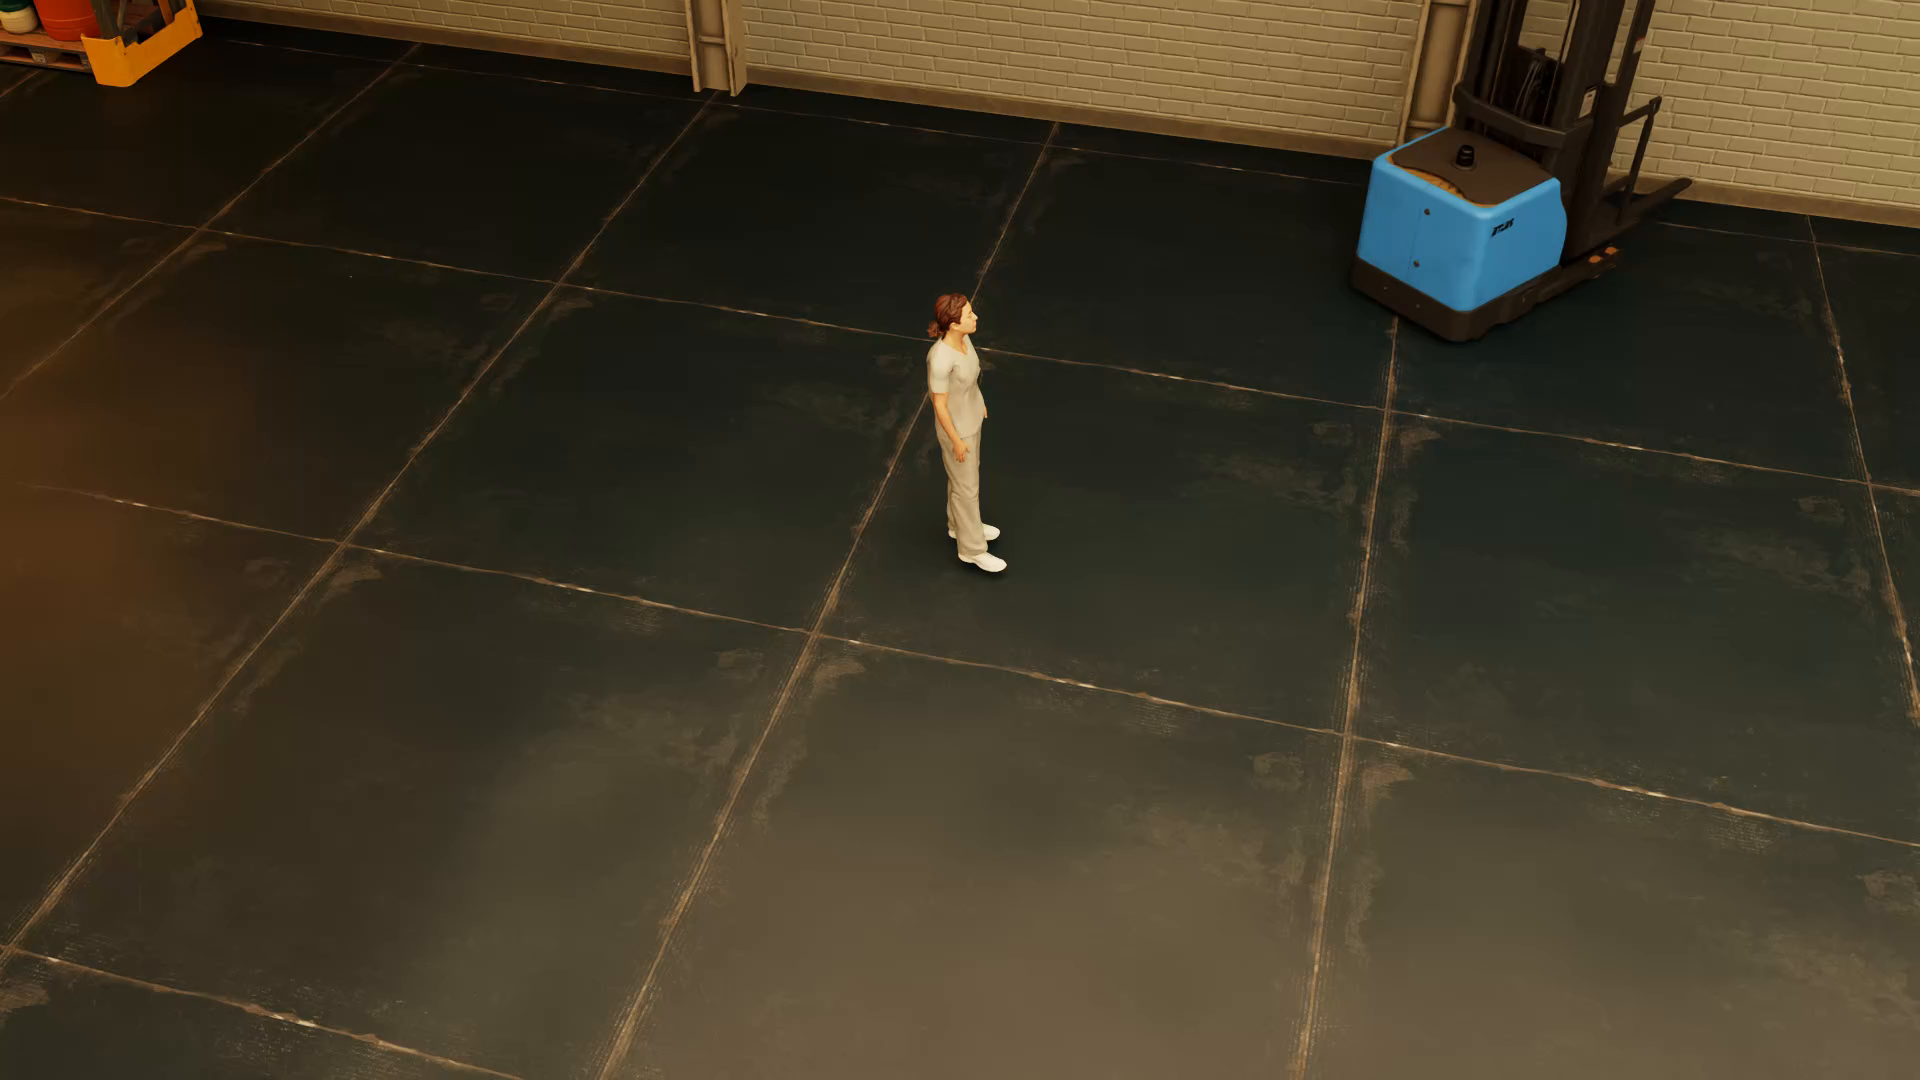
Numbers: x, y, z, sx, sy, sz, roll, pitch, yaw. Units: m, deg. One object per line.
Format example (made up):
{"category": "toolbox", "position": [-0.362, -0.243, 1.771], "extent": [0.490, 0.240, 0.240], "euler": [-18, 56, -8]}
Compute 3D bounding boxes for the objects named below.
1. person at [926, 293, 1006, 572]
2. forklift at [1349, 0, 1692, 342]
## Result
{"category": "person", "position": [0.068, -0.645, 9.477], "extent": [0.547, 1.673, 0.549], "euler": [10, 42, 11]}
{"category": "forklift", "position": [4.305, -3.283, 11.607], "extent": [3.031, 2.935, 1.130], "euler": [-28, 48, -28]}
